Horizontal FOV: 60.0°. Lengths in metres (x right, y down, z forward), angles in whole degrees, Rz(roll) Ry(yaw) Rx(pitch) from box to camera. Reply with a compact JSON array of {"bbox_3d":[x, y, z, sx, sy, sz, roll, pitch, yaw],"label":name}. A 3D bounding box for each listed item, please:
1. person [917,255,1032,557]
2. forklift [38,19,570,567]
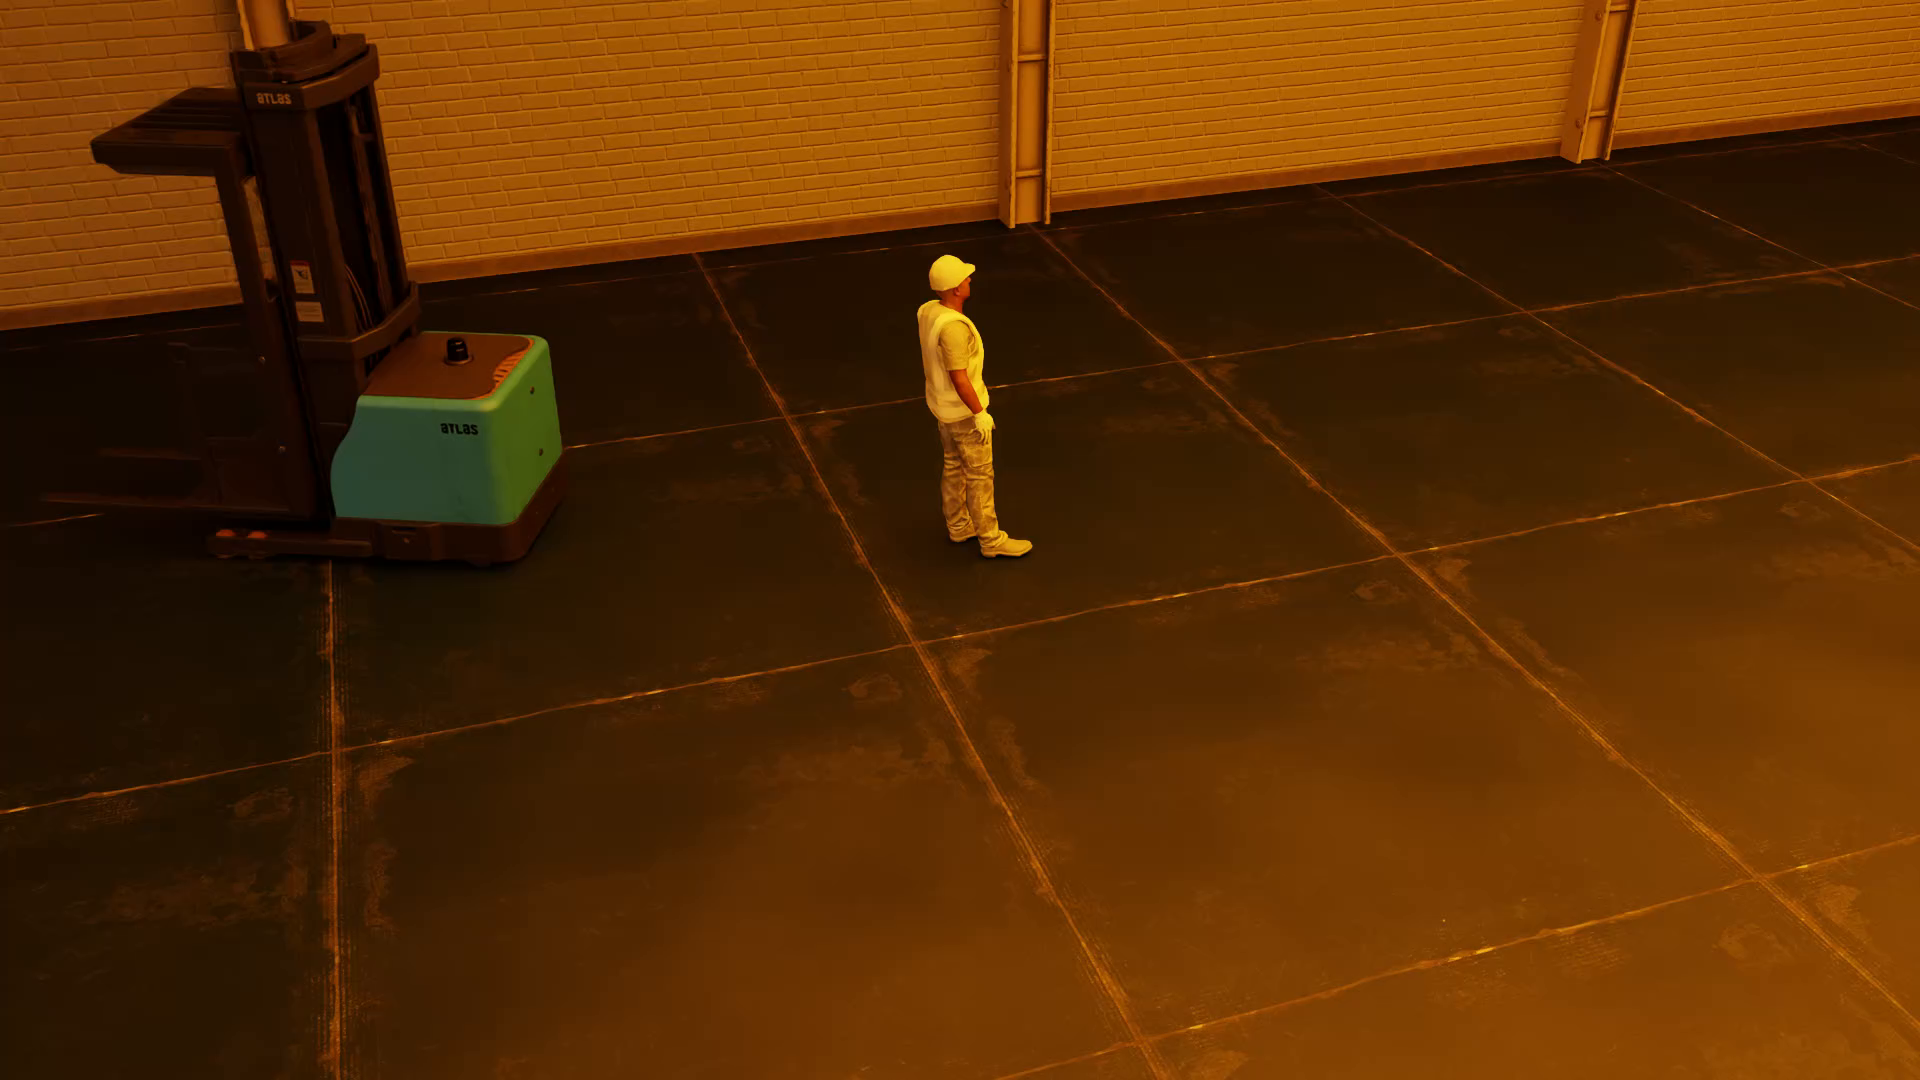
[{"bbox_3d":[0.071,-0.787,9.591,0.575,1.785,0.657,-10,31,-16],"label":"person"},{"bbox_3d":[-4.010,-1.411,9.539,3.031,2.935,1.130,3,30,5],"label":"forklift"}]
